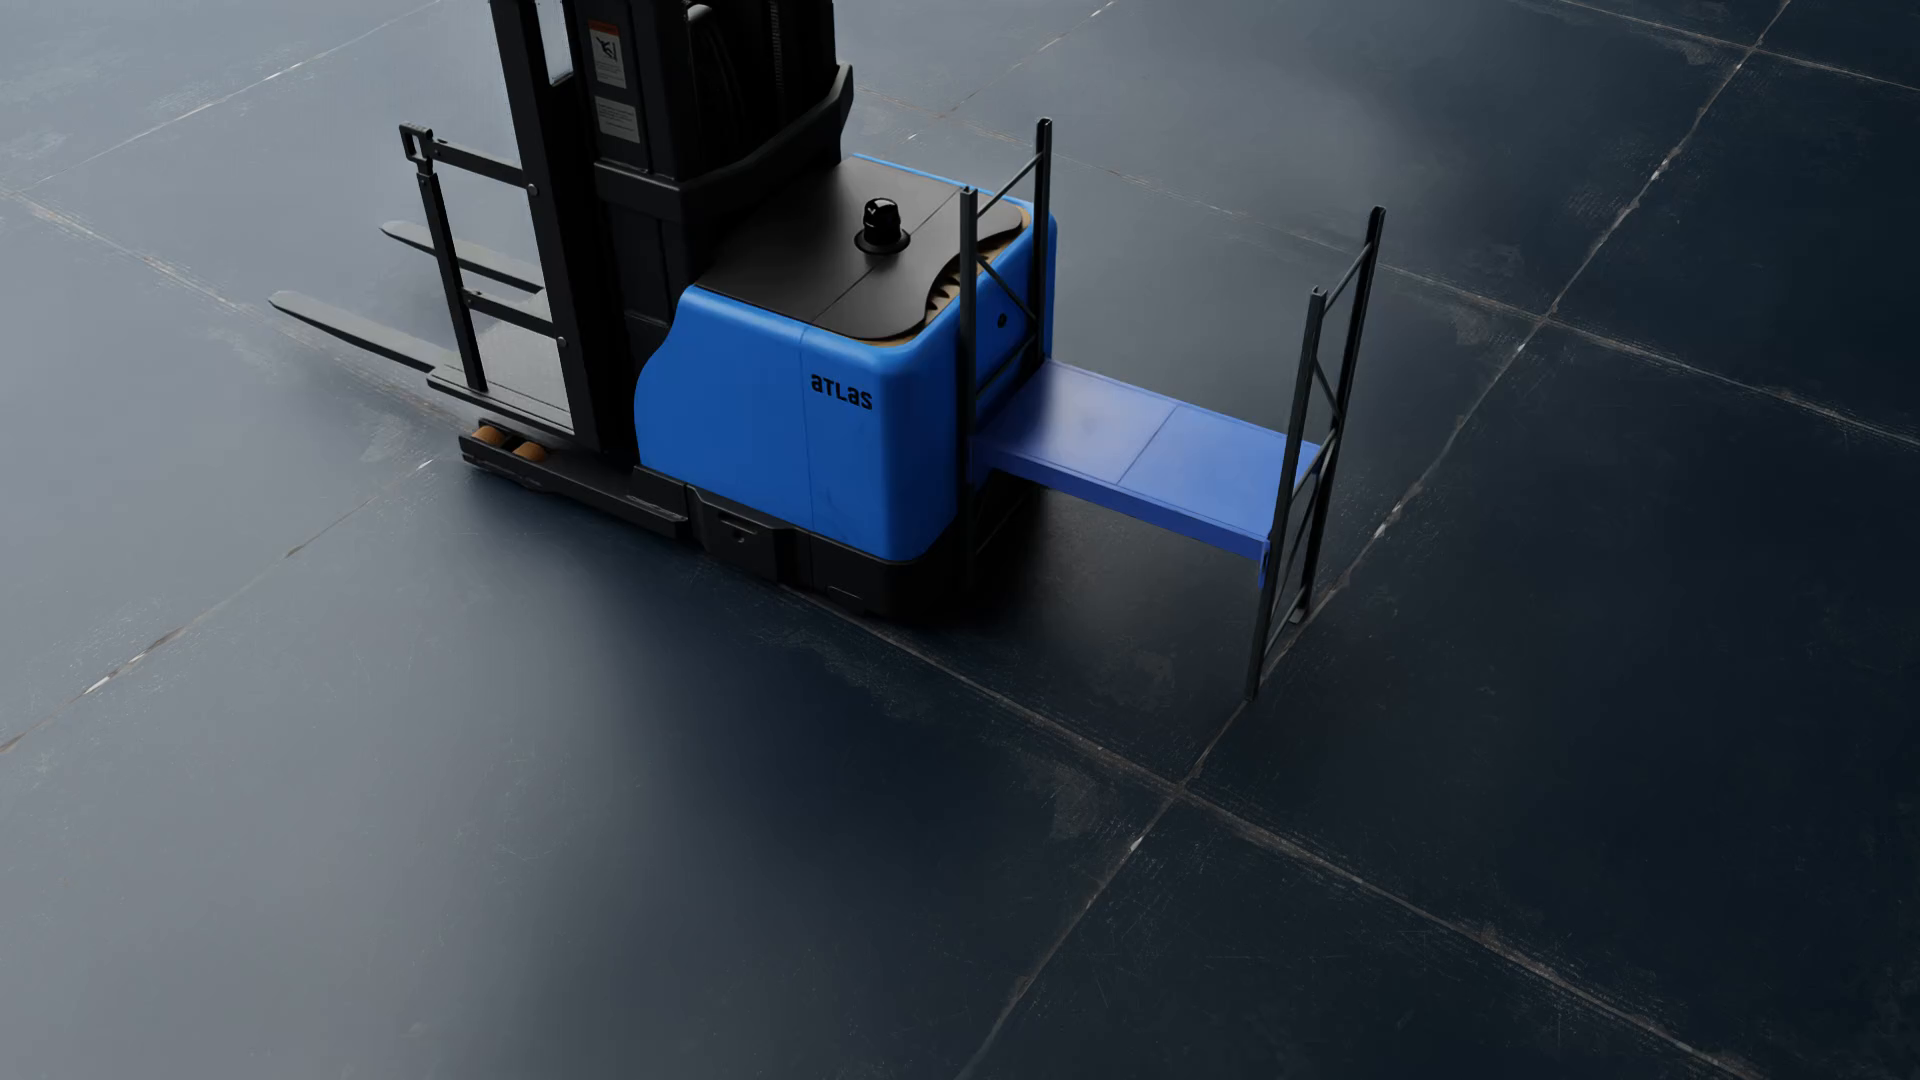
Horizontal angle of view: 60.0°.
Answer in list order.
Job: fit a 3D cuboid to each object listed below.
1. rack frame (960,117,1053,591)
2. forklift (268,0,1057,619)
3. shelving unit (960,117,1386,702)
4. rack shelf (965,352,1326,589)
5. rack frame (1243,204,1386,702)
[{"bbox_3d":[0.136,-0.538,5.226,0.032,1.500,0.500,21,46,22],"label":"rack frame"},{"bbox_3d":[-1.210,-1.558,5.293,3.031,2.935,1.130,21,46,22],"label":"forklift"},{"bbox_3d":[0.579,-0.371,5.039,1.048,1.500,0.538,21,46,22],"label":"shelving unit"},{"bbox_3d":[0.579,-0.237,5.159,1.000,0.185,0.538,21,46,22],"label":"rack shelf"},{"bbox_3d":[1.021,-0.204,4.853,0.032,1.500,0.500,21,46,22],"label":"rack frame"}]
